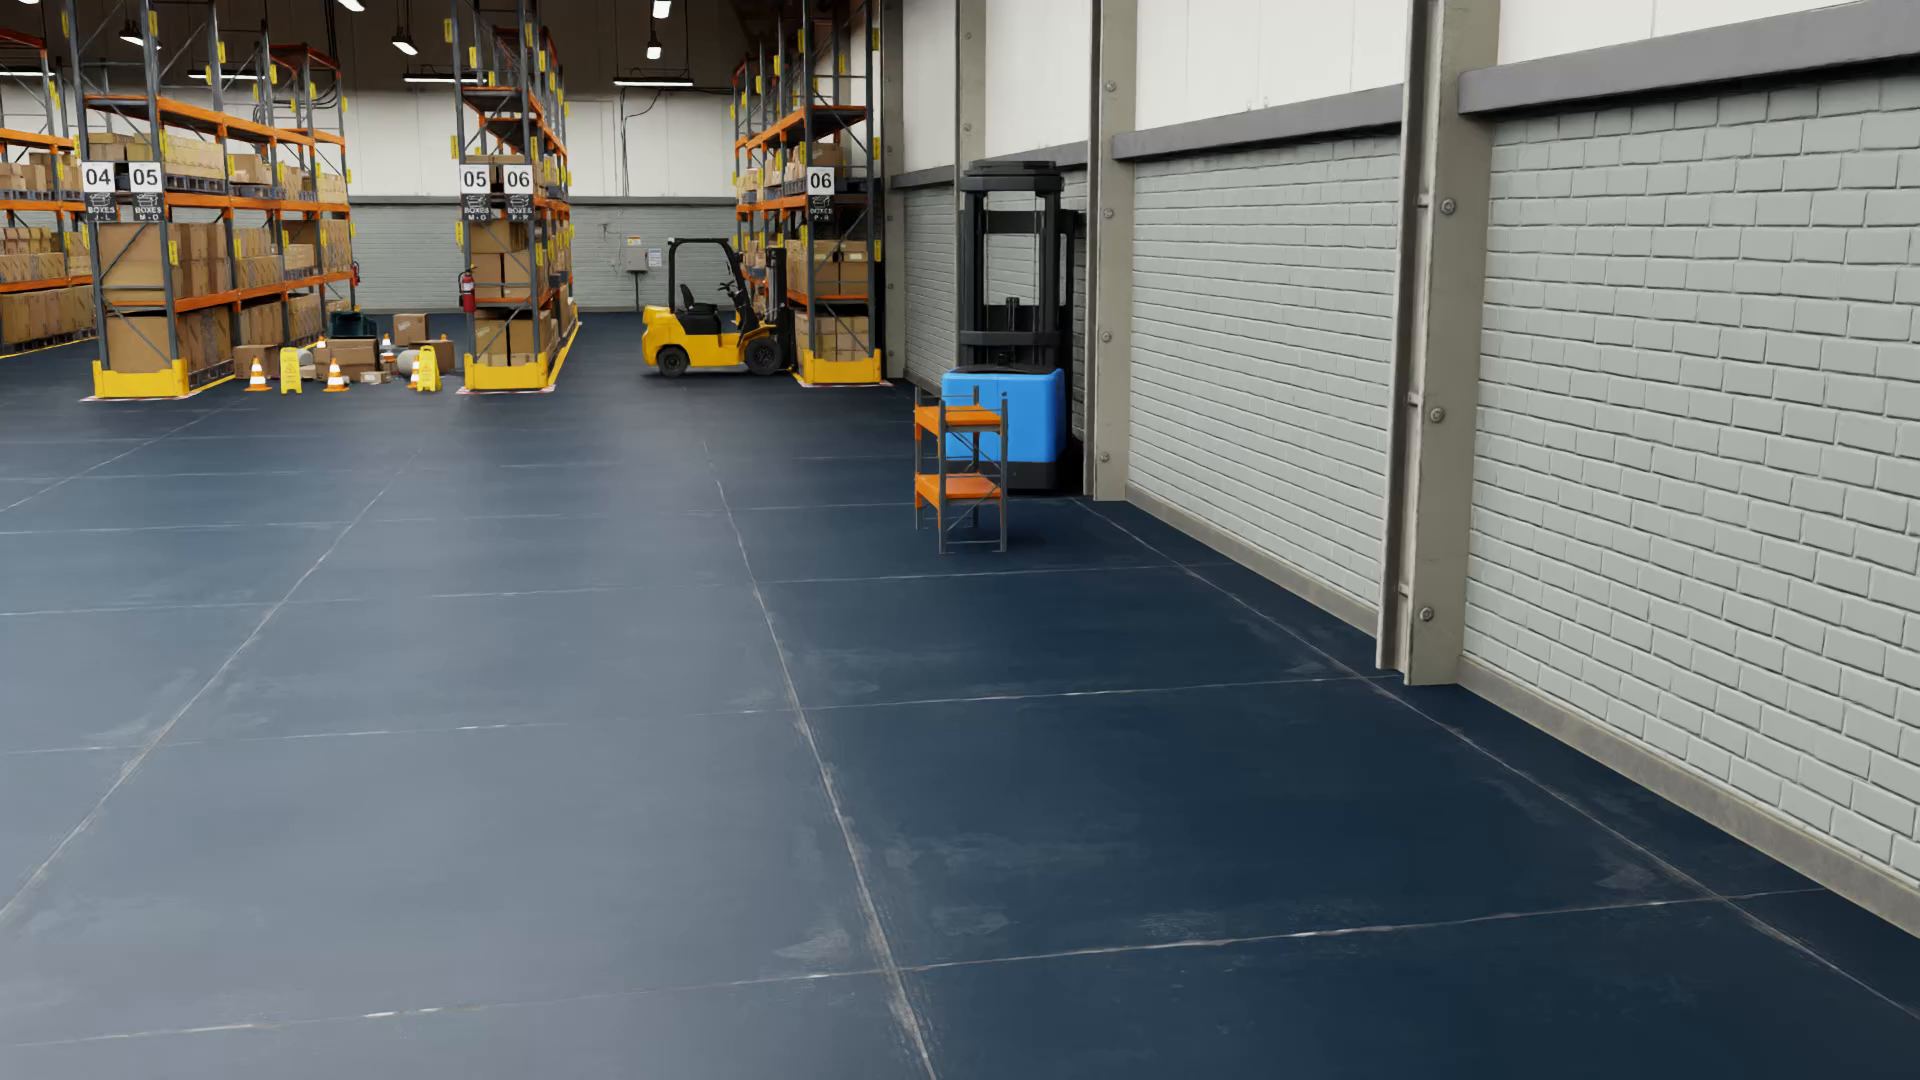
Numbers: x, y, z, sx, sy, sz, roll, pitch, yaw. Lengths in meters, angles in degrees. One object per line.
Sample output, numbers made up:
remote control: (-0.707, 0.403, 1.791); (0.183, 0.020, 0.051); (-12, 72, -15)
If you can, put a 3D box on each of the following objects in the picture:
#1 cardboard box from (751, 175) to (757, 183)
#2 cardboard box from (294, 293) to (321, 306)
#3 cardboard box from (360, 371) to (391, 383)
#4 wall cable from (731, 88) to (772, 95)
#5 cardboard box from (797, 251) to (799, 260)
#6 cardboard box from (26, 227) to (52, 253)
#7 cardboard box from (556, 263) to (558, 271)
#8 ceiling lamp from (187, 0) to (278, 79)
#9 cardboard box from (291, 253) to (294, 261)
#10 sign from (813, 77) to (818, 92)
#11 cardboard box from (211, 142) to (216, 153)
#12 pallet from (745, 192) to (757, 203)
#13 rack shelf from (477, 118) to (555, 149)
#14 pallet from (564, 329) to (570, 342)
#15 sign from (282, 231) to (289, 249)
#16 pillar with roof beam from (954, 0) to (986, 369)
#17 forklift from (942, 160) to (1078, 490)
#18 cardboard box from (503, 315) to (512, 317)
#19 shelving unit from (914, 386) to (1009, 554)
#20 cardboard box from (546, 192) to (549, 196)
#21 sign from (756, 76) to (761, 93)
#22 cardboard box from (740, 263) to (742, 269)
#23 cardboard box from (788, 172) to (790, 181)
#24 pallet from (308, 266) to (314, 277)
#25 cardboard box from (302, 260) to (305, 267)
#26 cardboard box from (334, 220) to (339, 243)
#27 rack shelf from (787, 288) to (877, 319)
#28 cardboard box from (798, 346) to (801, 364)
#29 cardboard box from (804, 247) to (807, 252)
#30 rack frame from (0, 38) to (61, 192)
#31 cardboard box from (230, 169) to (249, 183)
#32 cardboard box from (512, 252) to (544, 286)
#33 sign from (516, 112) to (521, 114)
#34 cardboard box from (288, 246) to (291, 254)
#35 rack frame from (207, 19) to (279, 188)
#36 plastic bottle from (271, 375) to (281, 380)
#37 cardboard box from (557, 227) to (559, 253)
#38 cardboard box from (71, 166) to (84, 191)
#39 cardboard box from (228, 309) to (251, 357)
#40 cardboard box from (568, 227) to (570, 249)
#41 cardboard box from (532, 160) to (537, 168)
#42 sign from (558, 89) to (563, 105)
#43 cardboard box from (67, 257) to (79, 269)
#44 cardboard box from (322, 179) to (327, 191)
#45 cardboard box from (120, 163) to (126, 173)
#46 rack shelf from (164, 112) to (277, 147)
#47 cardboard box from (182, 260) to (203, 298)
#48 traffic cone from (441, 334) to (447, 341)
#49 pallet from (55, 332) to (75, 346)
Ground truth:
cardboard box: (-4.144, -7.495, 34.518); (0.380, 0.149, 0.250); (-2, 11, -11)
cardboard box: (-13.440, -4.934, 34.156); (0.500, 0.250, 0.500); (-2, 11, -13)
cardboard box: (-8.899, -2.479, 25.323); (0.380, 0.149, 0.250); (4, 11, 18)
wall cable: (-4.749, -13.589, 45.152); (2.988, 3.039, 0.133); (-2, 11, -11)
cardboard box: (-2.411, -4.549, 26.574); (0.380, 0.149, 0.250); (-2, 11, -11)
cardboard box: (-18.586, -5.978, 33.133); (0.797, 0.503, 0.637); (-2, 11, -12)
cardboard box: (-7.600, -5.024, 30.617); (0.380, 0.149, 0.250); (-2, 11, -10)
ceiling lamp: (-17.531, -12.686, 39.669); (2.000, 3.185, 0.800); (-2, 11, -11)
cardboard box: (-13.159, -5.497, 32.308); (0.380, 0.149, 0.250); (-2, 11, -11)
sign: (-2.807, -8.866, 32.288); (0.100, 0.325, 0.005); (-2, 11, -11)
cardboard box: (-11.796, -6.097, 25.835); (0.380, 0.149, 0.250); (-2, 11, -11)
pallet: (-3.866, -7.164, 34.792); (1.213, 0.211, 1.003); (-2, 11, -11)
rack shelf: (-7.830, -7.210, 29.506); (1.077, 0.370, 4.000); (-2, 11, -11)
pallet: (-8.532, -4.181, 34.097); (1.003, 0.211, 1.213); (-2, 11, -11)
sign: (-12.511, -5.571, 30.847); (0.100, 0.325, 0.005); (-2, 11, -11)
pillar with roof beam: (-4.102, -5.744, 18.811); (9.100, 9.000, 0.400); (-2, 11, -11)
forklift: (0.563, -2.110, 15.946); (1.130, 2.935, 3.031); (2, 11, 9)
cardboard box: (-7.271, -3.263, 26.040); (0.500, 0.500, 0.500); (-2, 11, -12)
shelving unit: (-0.001, -0.554, 12.598); (0.538, 1.125, 1.048); (-2, 11, -11)
cardboard box: (-7.896, -6.435, 31.131); (0.380, 0.149, 0.250); (-2, 11, -11)
sign: (-3.881, -8.784, 32.073); (0.100, 0.325, 0.005); (-2, 11, -11)
cardboard box: (-5.112, -6.635, 40.204); (0.380, 0.149, 0.250); (-2, 11, -11)
cardboard box: (-2.634, -5.999, 27.450); (0.380, 0.149, 0.250); (-2, 11, -9)
pallet: (-13.827, -5.475, 33.954); (1.003, 0.211, 1.213); (-2, 11, -11)
cardboard box: (-13.356, -5.542, 33.341); (0.380, 0.149, 0.250); (-3, 11, -13)
cardboard box: (-13.964, -6.775, 36.534); (0.500, 0.500, 0.500); (-3, 11, -13)
rack shelf: (-2.184, -3.907, 27.127); (1.077, 0.370, 4.000); (-2, 11, -11)
cardboard box: (-2.284, -2.916, 26.224); (0.500, 0.250, 0.500); (-2, 11, -11)
cardboard box: (-2.227, -4.557, 25.818); (0.380, 0.149, 0.250); (-2, 11, -10)
rack frame: (-18.718, -8.500, 33.289); (1.000, 3.000, 0.127); (-2, 11, -11)
cardboard box: (-12.433, -6.262, 28.519); (0.396, 0.266, 0.258); (-2, 11, -11)
cardboard box: (-6.587, -4.100, 25.151); (0.500, 0.500, 0.500); (-2, 11, -9)
sign: (-10.321, -10.112, 38.835); (0.100, 0.325, 0.005); (-2, 11, -11)
cardboard box: (-13.104, -5.591, 32.008); (0.380, 0.149, 0.250); (-3, 11, -13)
rack frame: (-13.055, -7.929, 30.285); (1.000, 3.000, 0.127); (-2, 11, -11)
plastic bottle: (-10.531, -2.526, 25.803); (0.283, 0.061, 0.133); (-6, 13, -31)
cardboard box: (-8.181, -5.910, 32.785); (0.500, 0.500, 0.500); (-2, 11, -11)
cardboard box: (-18.992, -7.672, 35.304); (0.700, 0.500, 0.500); (-2, 11, -9)
cardboard box: (-12.486, -3.460, 27.744); (1.050, 0.750, 0.750); (-2, 11, -11)
cardboard box: (-9.317, -7.013, 38.578); (0.500, 0.500, 0.500); (-2, 11, -11)
cardboard box: (-6.561, -5.670, 24.979); (0.380, 0.149, 0.250); (-2, 11, -11)
sign: (-8.467, -9.380, 35.203); (0.100, 0.325, 0.005); (-2, 11, -11)
cardboard box: (-18.552, -5.721, 34.339); (0.500, 0.250, 0.500); (-2, 11, -12)
cardboard box: (-13.784, -7.549, 35.378); (0.500, 0.250, 0.500); (-2, 11, -11)
cardboard box: (-11.944, -5.215, 23.330); (0.380, 0.149, 0.250); (-2, 11, -11)
rack shelf: (-12.666, -7.012, 28.463); (1.077, 0.370, 4.000); (-2, 11, -11)
cardboard box: (-11.730, -3.862, 24.562); (0.875, 0.550, 0.550); (-2, 11, -11)
traffic cone: (-9.056, -3.377, 29.199); (0.336, 0.463, 0.334); (-2, 11, -11)
pallet: (-18.494, -4.045, 33.382); (1.003, 0.211, 1.213); (-2, 11, -11)
